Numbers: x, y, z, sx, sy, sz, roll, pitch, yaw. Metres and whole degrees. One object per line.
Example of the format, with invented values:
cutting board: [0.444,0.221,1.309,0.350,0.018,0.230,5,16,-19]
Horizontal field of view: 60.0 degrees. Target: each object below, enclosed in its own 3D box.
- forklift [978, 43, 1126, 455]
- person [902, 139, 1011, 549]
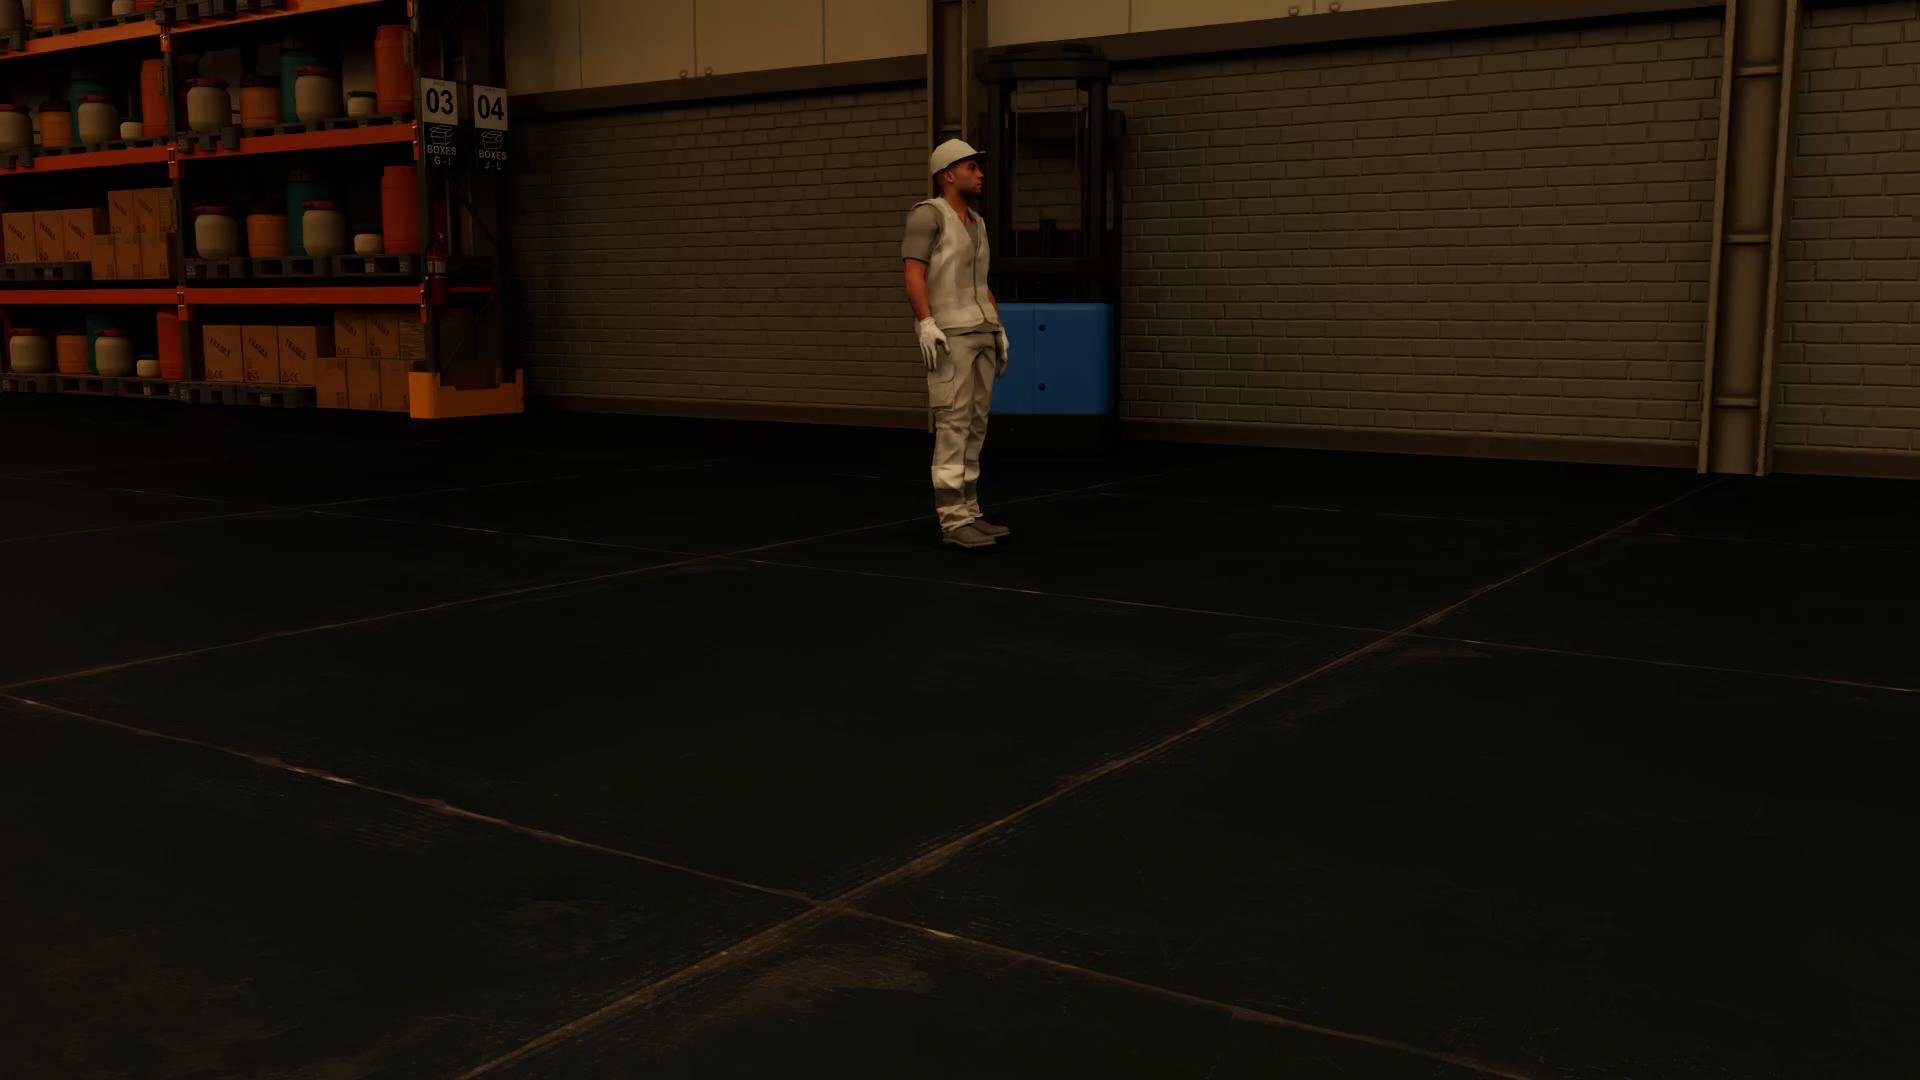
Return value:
forklift: [0.717,-2.228,12.865,1.130,2.935,3.031,1,8,8]
person: [0.060,-0.885,7.422,0.562,1.790,0.637,5,10,34]
